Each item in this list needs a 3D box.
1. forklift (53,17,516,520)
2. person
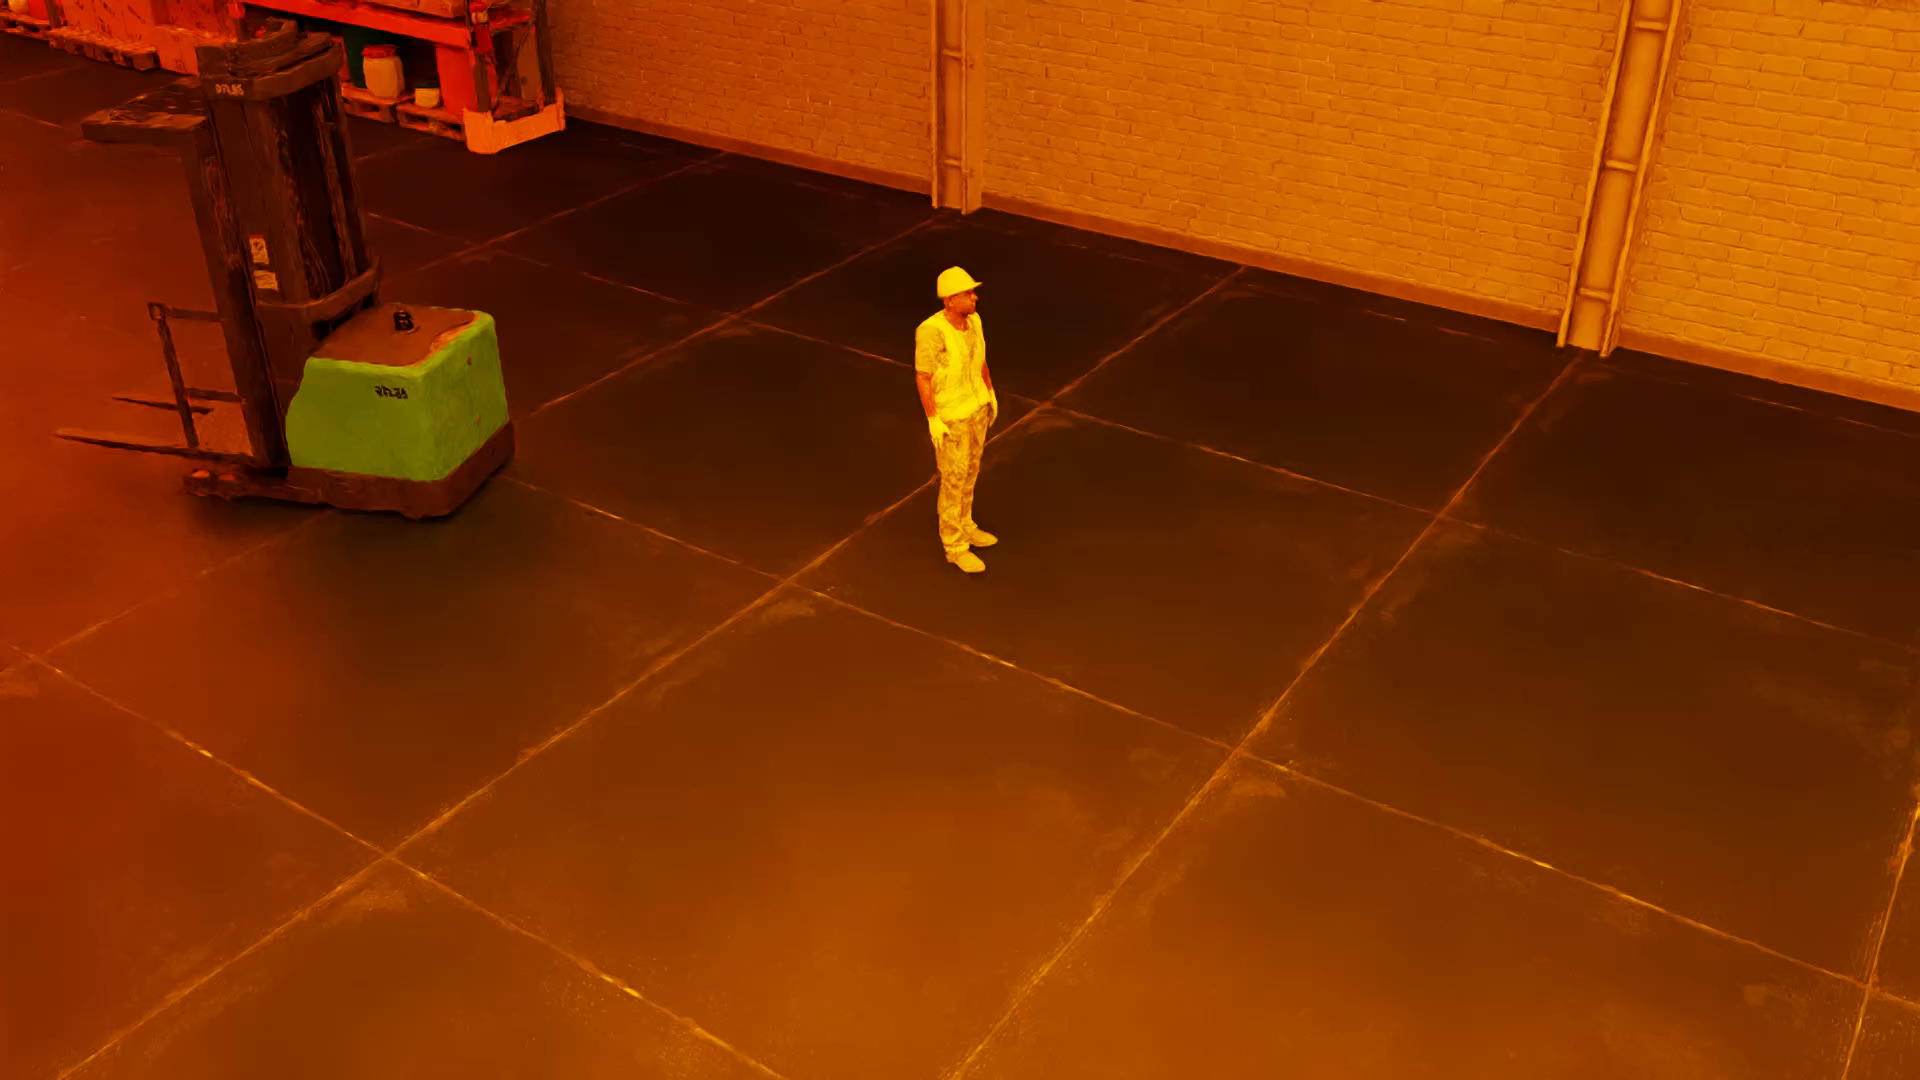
[{"bbox_3d":[-4.624,-1.783,10.653,3.031,2.935,1.130,7,31,12],"label":"forklift"},{"bbox_3d":[0.055,-0.753,10.008,0.576,1.782,0.655,19,35,29],"label":"person"}]
